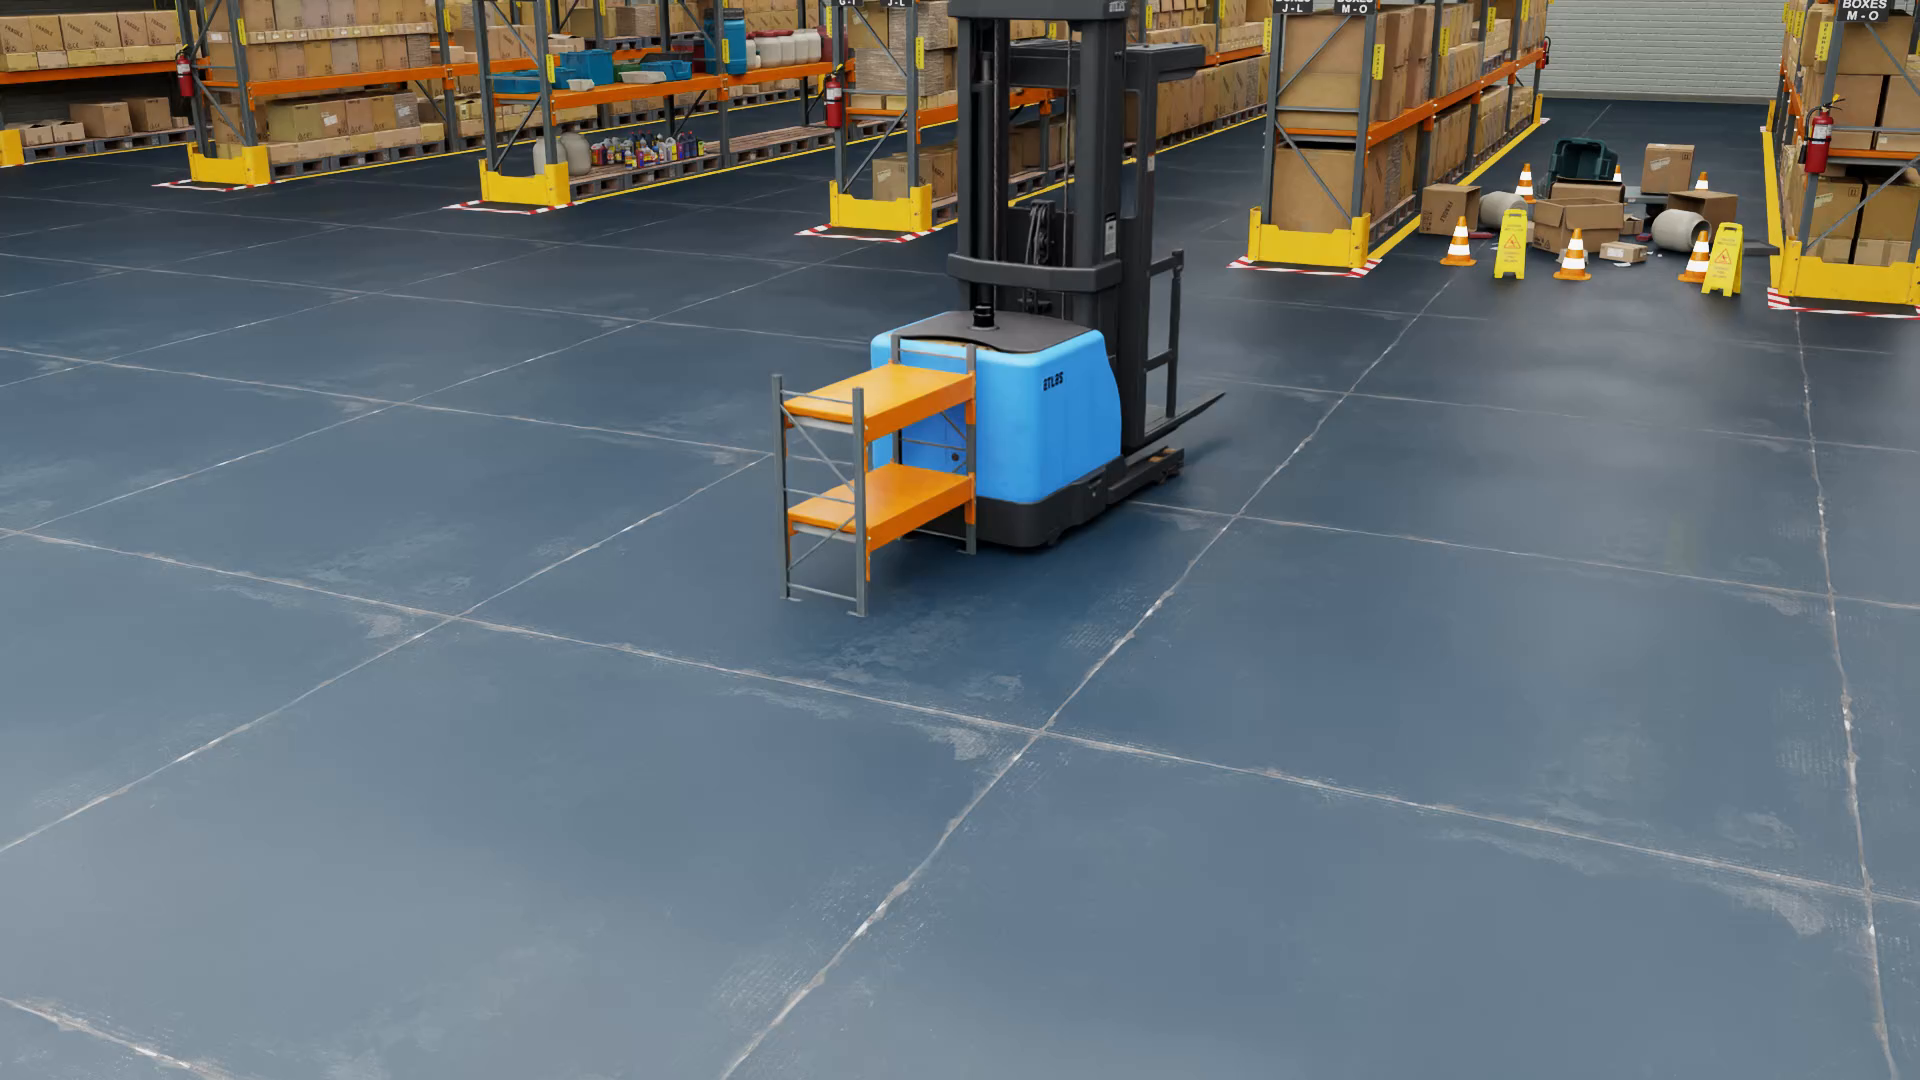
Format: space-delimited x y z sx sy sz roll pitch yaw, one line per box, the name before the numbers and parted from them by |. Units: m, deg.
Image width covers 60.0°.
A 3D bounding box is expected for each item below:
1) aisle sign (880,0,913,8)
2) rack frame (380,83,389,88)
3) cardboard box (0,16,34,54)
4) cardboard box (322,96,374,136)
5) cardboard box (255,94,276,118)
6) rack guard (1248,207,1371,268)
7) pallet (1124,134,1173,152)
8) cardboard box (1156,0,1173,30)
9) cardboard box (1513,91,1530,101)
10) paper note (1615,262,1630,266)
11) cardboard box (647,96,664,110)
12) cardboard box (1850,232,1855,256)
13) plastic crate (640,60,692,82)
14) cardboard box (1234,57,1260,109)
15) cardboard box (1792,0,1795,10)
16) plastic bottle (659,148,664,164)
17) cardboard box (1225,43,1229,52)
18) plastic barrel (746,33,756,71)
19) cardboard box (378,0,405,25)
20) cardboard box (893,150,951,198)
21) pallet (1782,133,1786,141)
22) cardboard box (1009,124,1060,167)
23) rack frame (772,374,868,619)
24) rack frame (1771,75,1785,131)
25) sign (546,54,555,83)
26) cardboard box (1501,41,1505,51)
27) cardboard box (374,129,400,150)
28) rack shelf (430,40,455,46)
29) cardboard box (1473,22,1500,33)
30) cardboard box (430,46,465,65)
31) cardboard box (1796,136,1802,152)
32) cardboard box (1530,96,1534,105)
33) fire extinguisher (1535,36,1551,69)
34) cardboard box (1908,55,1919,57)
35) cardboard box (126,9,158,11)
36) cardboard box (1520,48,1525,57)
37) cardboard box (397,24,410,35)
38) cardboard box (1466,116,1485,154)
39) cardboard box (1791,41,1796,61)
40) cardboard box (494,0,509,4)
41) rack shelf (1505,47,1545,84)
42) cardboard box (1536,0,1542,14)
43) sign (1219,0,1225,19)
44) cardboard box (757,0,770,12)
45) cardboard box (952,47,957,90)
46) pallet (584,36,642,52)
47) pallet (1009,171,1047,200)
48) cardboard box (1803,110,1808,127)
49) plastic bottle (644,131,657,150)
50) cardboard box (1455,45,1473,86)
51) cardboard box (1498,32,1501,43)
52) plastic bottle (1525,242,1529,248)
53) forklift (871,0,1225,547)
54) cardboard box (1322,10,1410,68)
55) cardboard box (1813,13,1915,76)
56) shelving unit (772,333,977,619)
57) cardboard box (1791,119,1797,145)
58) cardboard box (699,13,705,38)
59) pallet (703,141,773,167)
aisle sign | -0.689 -6.139 17.875 0.394 0.787 0.004 9 21 23
rack frame | -11.219 -9.459 31.089 1.000 3.000 0.127 9 21 23
cardboard box | -14.025 -7.410 24.403 0.500 0.500 0.500 9 21 23
cardboard box | -8.935 -6.182 24.233 0.500 0.500 0.500 9 21 23
cardboard box | -12.405 -7.658 29.099 0.700 0.500 0.500 8 21 22
rack guard | 3.536 -3.078 16.877 1.175 0.500 0.348 9 21 23
pallet | 2.730 -6.337 26.472 1.003 0.211 1.213 9 21 23
cardboard box | 2.922 -8.360 26.352 0.797 0.503 0.637 9 22 24
cardboard box | 9.744 -7.767 29.071 0.380 0.149 0.250 9 22 25
paper note | 6.674 -2.778 16.734 0.148 0.019 0.142 1 20 4
cardboard box | -5.832 -8.223 30.689 0.500 0.500 0.500 8 21 22
cardboard box | 8.902 -2.881 16.069 0.500 0.250 0.500 9 22 25
plastic crate | -4.024 -6.431 22.797 0.499 0.251 0.616 9 21 23
cardboard box | 5.052 -8.577 31.155 0.875 0.875 0.875 9 21 23
cardboard box | 13.374 -8.294 26.173 0.500 0.500 0.500 9 21 23
plastic bottle | -4.124 -5.283 22.866 0.097 0.201 0.097 0 20 0
cardboard box | 4.508 -8.649 29.188 0.380 0.149 0.250 8 21 21
plastic barrel | -3.227 -7.203 24.544 0.433 0.535 0.433 0 20 0
cardboard box | -8.718 -7.925 24.690 0.700 0.500 0.500 8 21 23
cardboard box | -0.453 -4.370 19.885 0.500 0.500 0.500 15 25 37
pallet | 13.400 -6.191 26.061 1.003 0.211 1.213 9 21 23
cardboard box | 0.971 -5.411 22.782 0.700 0.500 0.500 7 21 19
rack frame | -0.660 -0.203 7.860 0.500 1.125 0.032 11 23 29
rack frame | 14.655 -8.506 28.409 1.000 3.000 0.127 9 21 23
sign | -4.956 -5.708 20.128 0.100 0.325 0.005 9 21 23
cardboard box | 8.268 -7.707 25.911 0.380 0.149 0.250 8 21 23
cardboard box | -8.731 -5.982 24.789 0.500 0.250 0.500 9 21 23
rack shelf | -10.400 -9.731 32.929 1.077 0.370 4.000 9 21 23
cardboard box | 7.939 -7.743 25.125 0.380 0.149 0.250 8 21 20
cardboard box | -8.174 -7.643 26.208 0.500 0.250 0.500 10 22 26
cardboard box | 9.147 -4.225 17.763 0.380 0.149 0.250 9 21 23
cardboard box | 10.142 -7.948 30.026 0.380 0.149 0.250 8 21 21
fire extinguisher | 10.622 -8.955 30.346 0.296 0.674 0.183 9 21 23
cardboard box | 9.786 -4.855 17.550 0.500 0.500 0.500 8 21 21
cardboard box | -13.240 -8.413 27.224 0.500 0.500 0.500 8 21 21
cardboard box | 9.253 -8.183 27.876 0.380 0.149 0.250 9 21 24
cardboard box | -8.460 -7.642 24.863 0.380 0.149 0.250 8 21 21
cardboard box | 7.344 -5.910 24.213 0.500 0.500 0.500 8 21 20
cardboard box | 11.743 -6.724 22.878 0.500 0.250 0.500 8 21 21
cardboard box | -9.539 -11.054 33.832 0.500 0.250 0.500 9 22 24
rack shelf | 9.279 -8.204 28.633 1.077 0.370 4.000 9 21 23
cardboard box | 9.725 -9.323 28.623 0.500 0.500 0.500 10 22 25
sign | 4.475 -9.079 28.412 0.100 0.325 0.005 9 21 23
cardboard box | -4.188 -10.942 33.617 0.500 0.500 0.500 8 21 21
cardboard box | -0.348 -5.642 19.764 0.875 0.500 0.500 9 21 23
pallet | -6.484 -8.907 29.823 1.213 0.211 1.003 9 21 23
pallet | 0.457 -4.673 21.794 1.003 0.211 1.213 9 21 23
cardboard box | 8.787 -4.277 16.893 0.380 0.149 0.250 9 21 23
plastic bottle | -4.396 -5.626 23.609 0.144 0.351 0.185 9 21 23
cardboard box | 6.472 -6.276 21.990 0.500 0.500 0.500 8 21 22
cardboard box | 8.050 -7.682 25.398 0.380 0.149 0.250 7 21 20
plastic bottle | 5.995 -3.184 17.830 0.133 0.061 0.283 1 20 4
forklift | 0.701 -1.786 9.616 1.130 2.935 3.031 11 23 29
cardboard box | 4.228 -5.284 17.514 0.875 0.550 0.550 9 21 23
cardboard box | 8.113 -4.459 14.945 0.700 0.500 0.500 8 21 21
shelving unit | -0.399 -0.349 8.270 0.538 1.125 1.048 11 23 29
cardboard box | 12.107 -5.729 23.145 0.875 0.875 0.875 9 21 23
cardboard box | -5.089 -10.238 33.131 0.500 0.500 0.500 9 21 24
pallet | -3.532 -5.808 24.986 1.003 0.211 1.213 9 21 23
